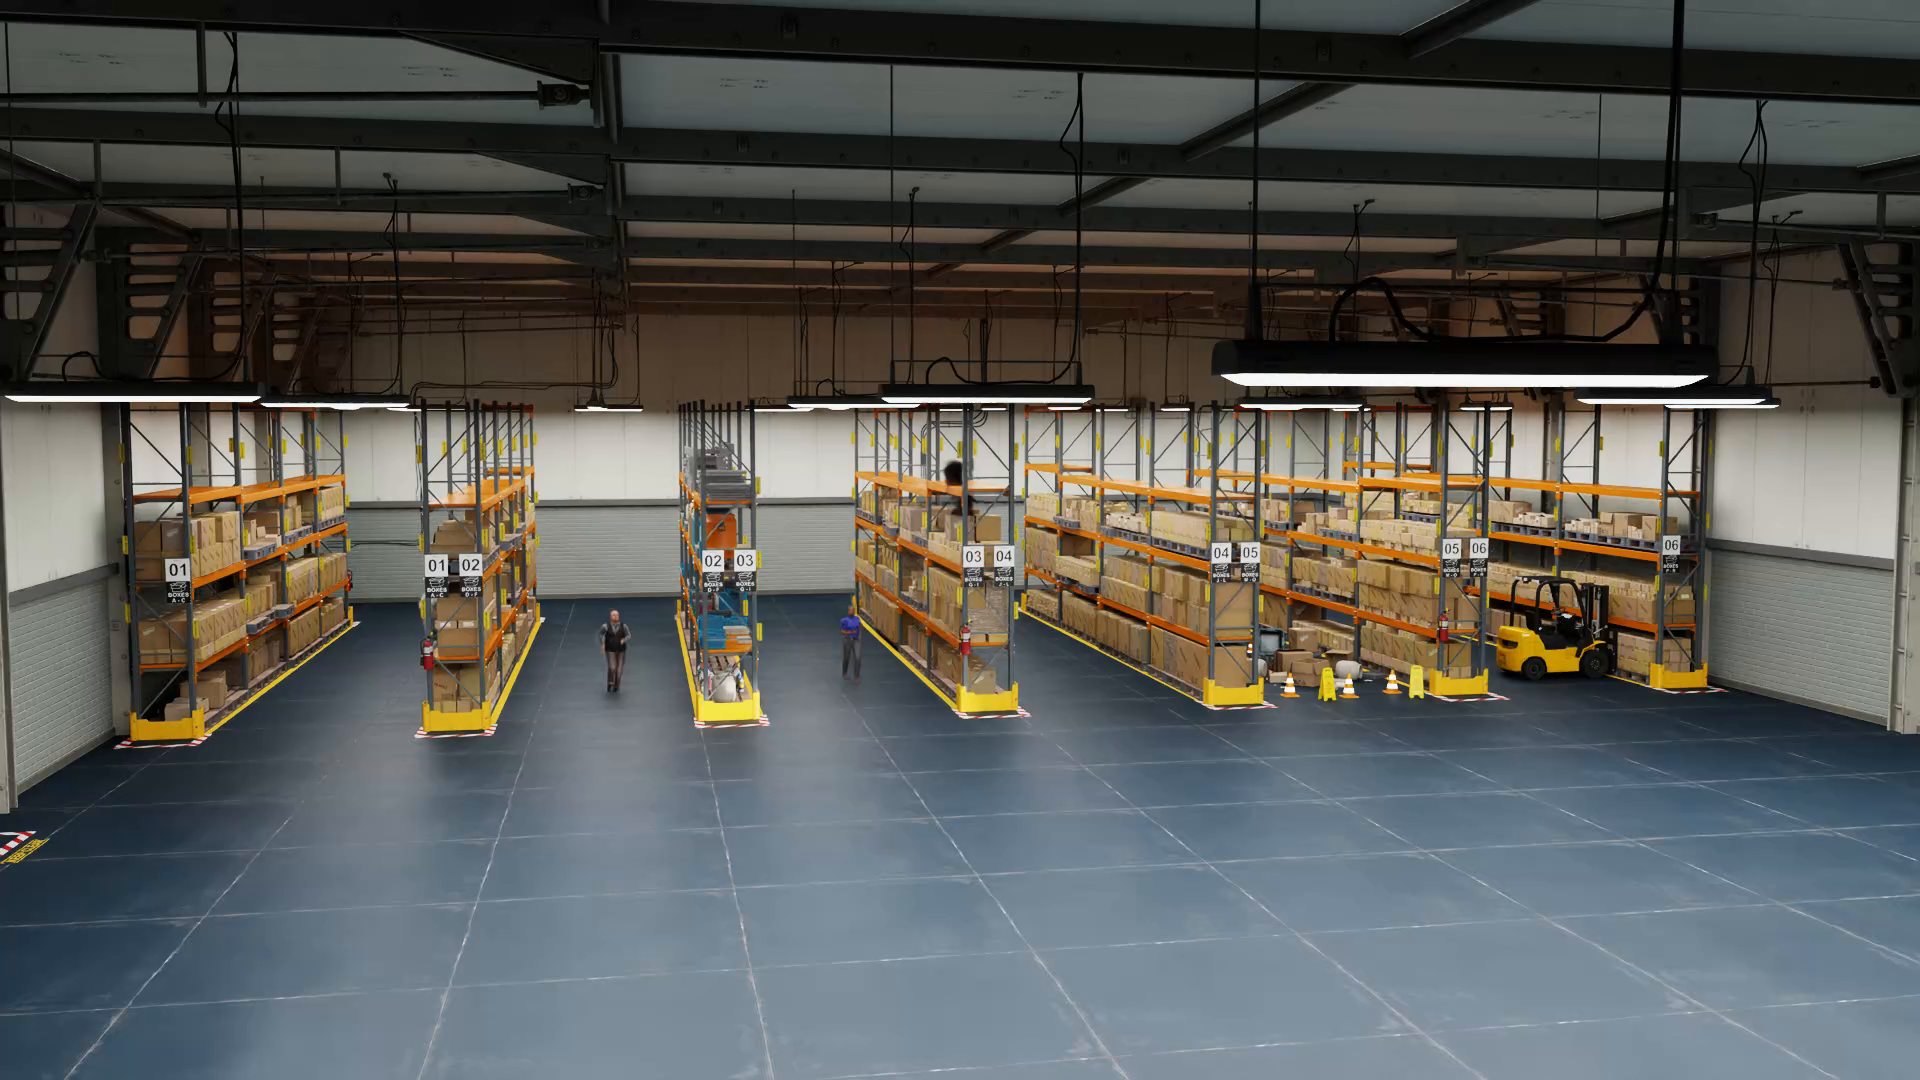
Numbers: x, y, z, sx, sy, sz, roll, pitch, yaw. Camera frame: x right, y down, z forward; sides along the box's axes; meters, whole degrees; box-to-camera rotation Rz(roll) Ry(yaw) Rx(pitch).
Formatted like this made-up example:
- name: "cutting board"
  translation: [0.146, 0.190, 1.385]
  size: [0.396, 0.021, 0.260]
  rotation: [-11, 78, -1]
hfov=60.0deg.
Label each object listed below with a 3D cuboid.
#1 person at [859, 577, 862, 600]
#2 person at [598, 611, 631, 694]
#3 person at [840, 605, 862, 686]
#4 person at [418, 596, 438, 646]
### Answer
- name: "person"
  translation: [-2.845, 1.160, 49.172]
  size: [0.557, 1.707, 0.671]
  rotation: [2, 5, 21]
- name: "person"
  translation: [-7.051, 2.298, 34.030]
  size: [0.653, 1.710, 0.687]
  rotation: [-1, 5, -18]
- name: "person"
  translation: [-2.314, 2.228, 35.373]
  size: [0.534, 1.715, 0.847]
  rotation: [-1, 5, -18]
- name: "person"
  translation: [-12.799, 1.908, 40.173]
  size: [0.556, 1.604, 0.800]
  rotation: [-1, 4, -7]
